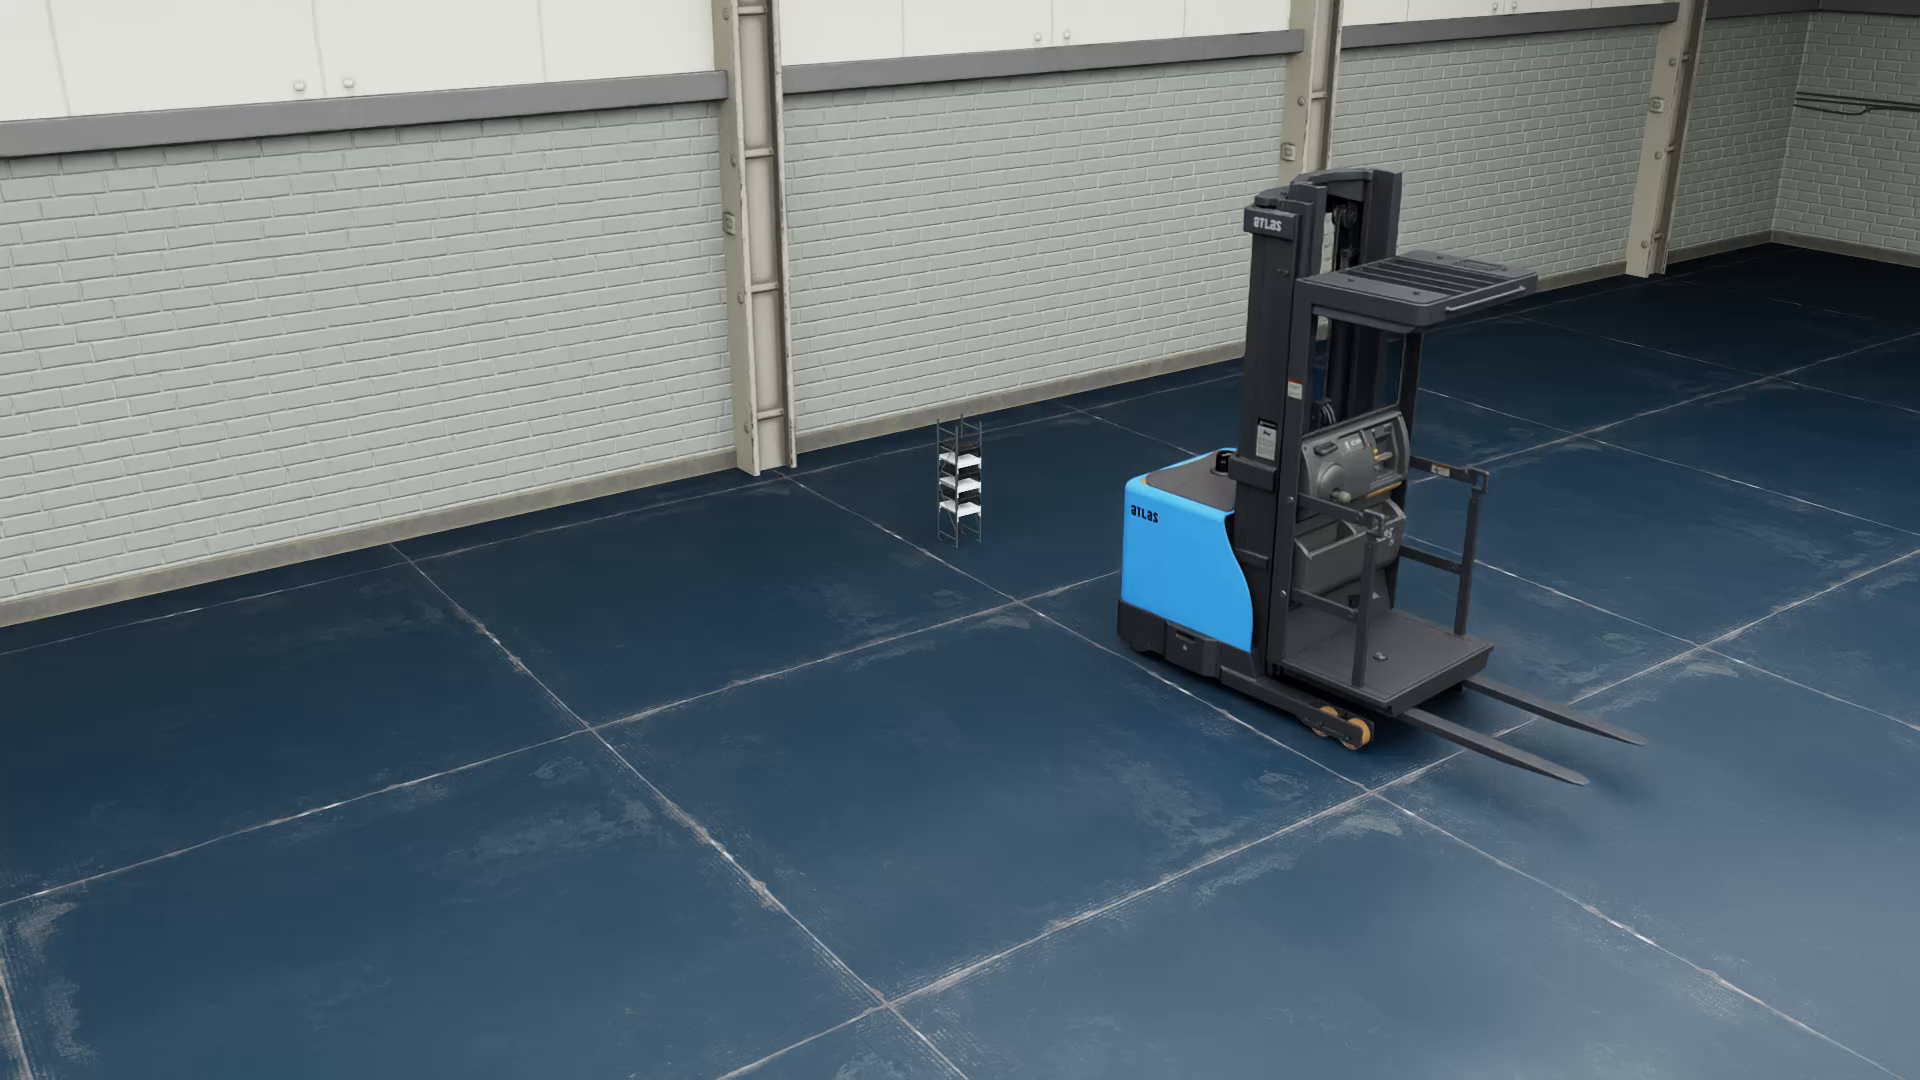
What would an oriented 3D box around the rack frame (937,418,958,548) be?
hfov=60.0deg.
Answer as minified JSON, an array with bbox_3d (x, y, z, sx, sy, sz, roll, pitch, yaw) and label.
[{"bbox_3d":[-0.089,-0.394,11.670,0.006,0.900,0.240,-15,26,-33],"label":"rack frame"}]

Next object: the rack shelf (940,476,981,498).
[{"bbox_3d":[-0.007,-0.385,11.738,0.200,0.077,0.258,-15,26,-33],"label":"rack shelf"}]

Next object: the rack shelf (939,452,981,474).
[{"bbox_3d":[-0.007,-0.552,11.671,0.200,0.077,0.258,-15,26,-33],"label":"rack shelf"}]

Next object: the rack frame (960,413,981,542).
[{"bbox_3d":[0.076,-0.438,11.780,0.006,0.900,0.240,-15,26,-33],"label":"rack frame"}]

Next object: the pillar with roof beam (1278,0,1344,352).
[{"bbox_3d":[5.826,-4.777,11.726,0.400,9.000,9.100,-15,26,-33],"label":"pillar with roof beam"}]

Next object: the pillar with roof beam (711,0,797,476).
[{"bbox_3d":[0.955,-3.478,8.471,0.400,9.000,9.100,-15,26,-33],"label":"pillar with roof beam"}]

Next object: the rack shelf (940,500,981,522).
[{"bbox_3d":[-0.007,-0.218,11.804,0.200,0.077,0.258,-15,26,-33],"label":"rack shelf"}]

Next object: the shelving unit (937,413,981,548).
[{"bbox_3d":[-0.007,-0.416,11.725,0.210,0.900,0.258,-15,26,-33],"label":"shelving unit"}]

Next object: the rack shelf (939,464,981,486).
[{"bbox_3d":[-0.007,-0.469,11.704,0.200,0.077,0.258,-15,26,-33],"label":"rack shelf"}]

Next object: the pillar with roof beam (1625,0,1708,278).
[{"bbox_3d":[10.696,-6.076,14.980,0.400,9.000,9.100,-15,26,-33],"label":"pillar with roof beam"}]

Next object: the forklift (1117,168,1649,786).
[{"bbox_3d":[2.328,-0.436,9.034,1.130,2.935,3.031,-19,28,-39],"label":"forklift"}]

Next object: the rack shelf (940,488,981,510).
[{"bbox_3d":[-0.007,-0.302,11.771,0.200,0.077,0.258,-15,26,-33],"label":"rack shelf"}]

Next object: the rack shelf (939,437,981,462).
[{"bbox_3d":[-0.007,-0.636,11.637,0.200,0.077,0.258,-15,26,-33],"label":"rack shelf"}]

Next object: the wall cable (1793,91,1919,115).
[{"bbox_3d":[11.346,-6.168,19.403,0.112,2.526,3.097,-15,26,-33],"label":"wall cable"}]
